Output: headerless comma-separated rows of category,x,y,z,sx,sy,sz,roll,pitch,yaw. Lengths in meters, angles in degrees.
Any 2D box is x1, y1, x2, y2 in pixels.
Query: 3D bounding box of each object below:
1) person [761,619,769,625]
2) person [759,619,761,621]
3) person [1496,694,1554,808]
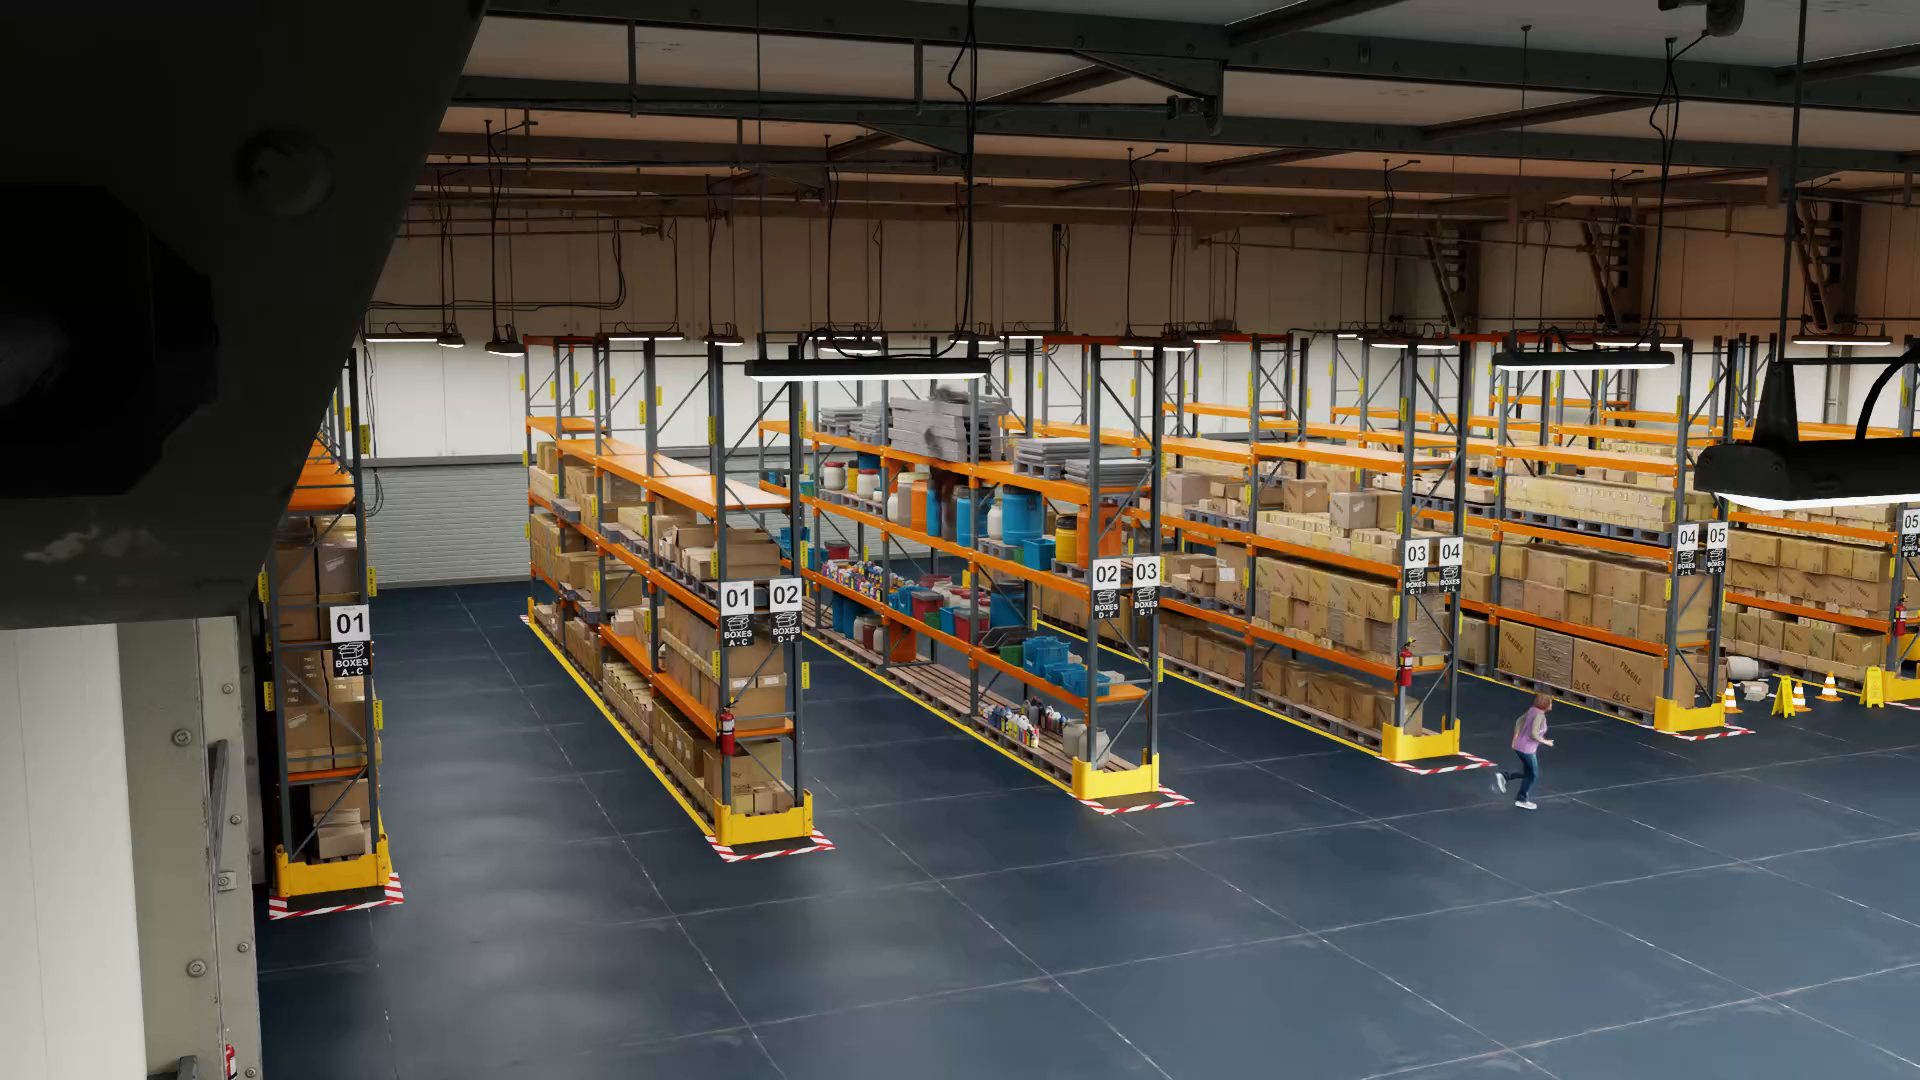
person,-3.938,1.122,32.718,0.736,1.769,1.005,-4,8,-26
person,-3.706,1.421,28.399,0.695,1.731,0.677,-4,8,-25
person,7.323,2.733,21.532,0.690,1.541,0.506,2,8,15
